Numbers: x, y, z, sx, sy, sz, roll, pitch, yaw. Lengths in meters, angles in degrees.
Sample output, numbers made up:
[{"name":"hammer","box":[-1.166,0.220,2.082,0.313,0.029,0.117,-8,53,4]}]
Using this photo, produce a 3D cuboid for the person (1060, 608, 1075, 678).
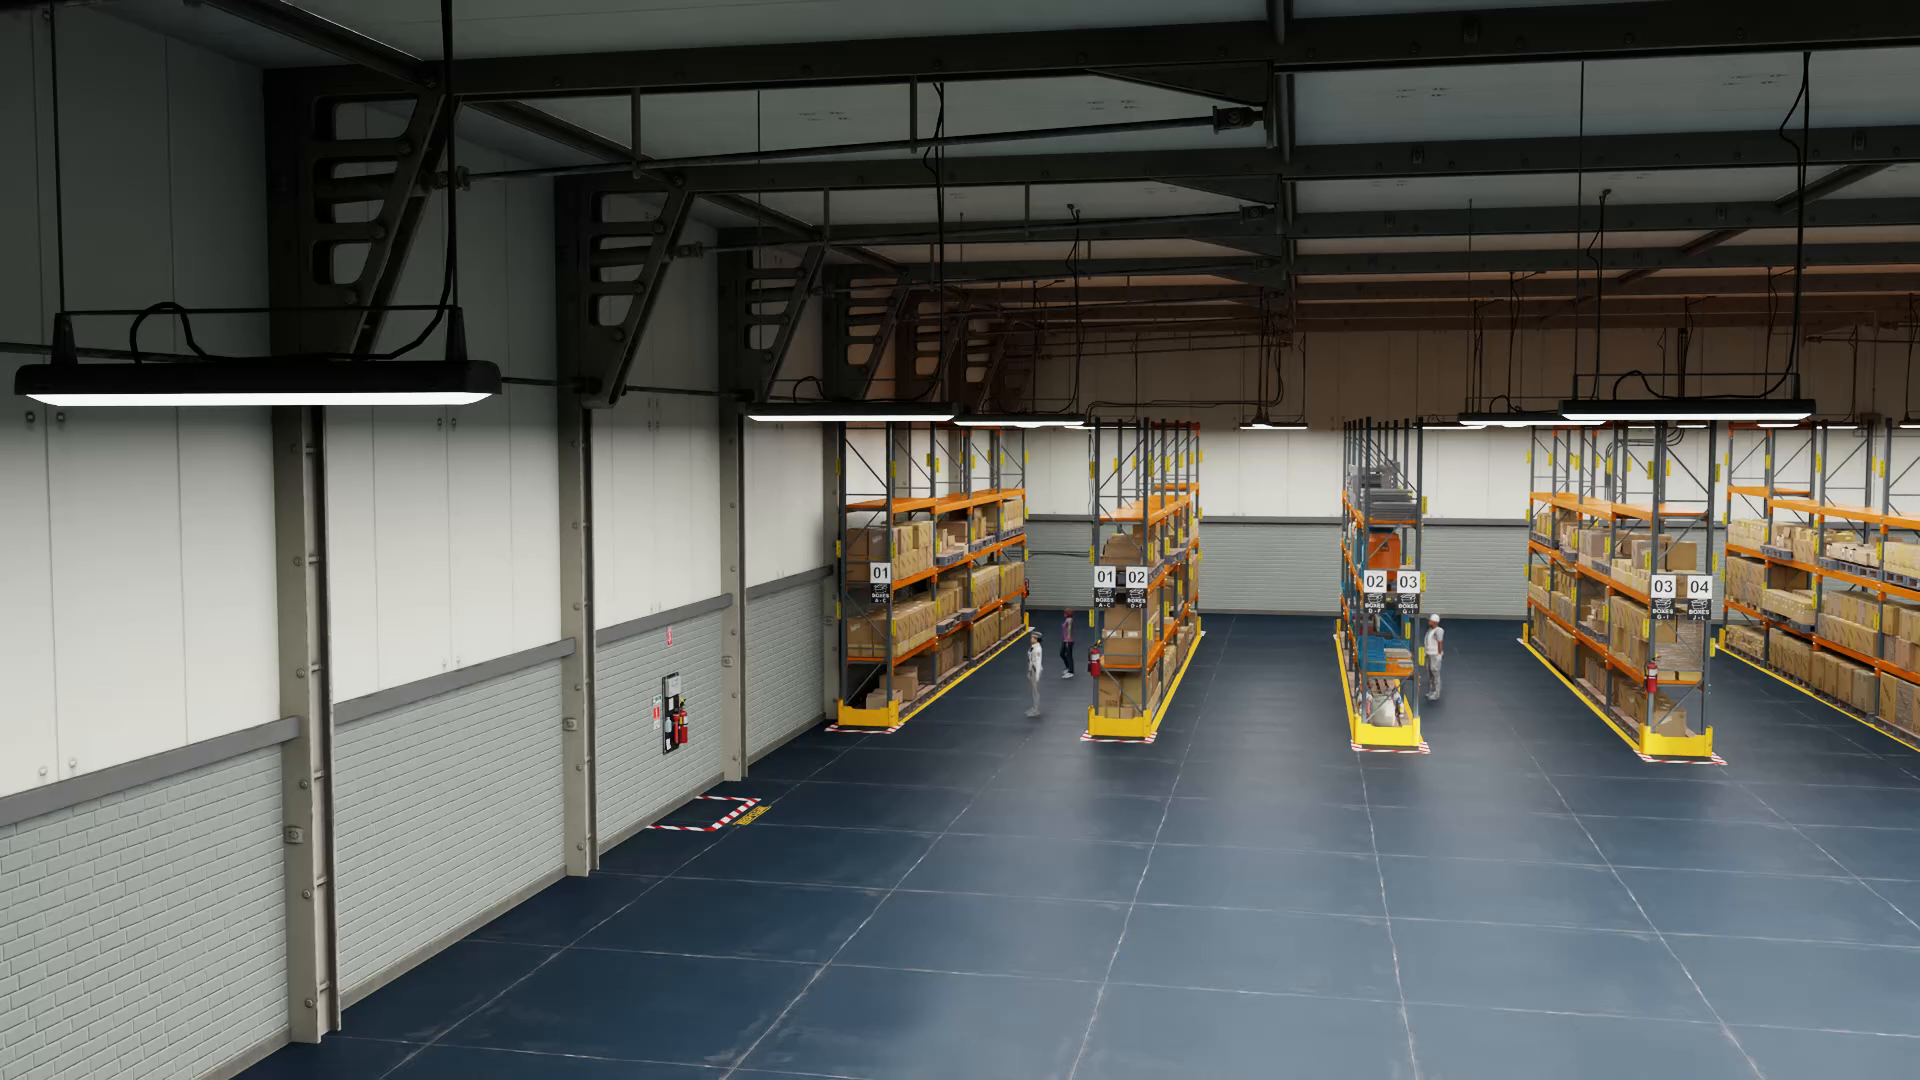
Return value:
[{"name":"person","box":[2.522,2.397,38.963,0.336,1.612,0.458,-1,4,-9]}]

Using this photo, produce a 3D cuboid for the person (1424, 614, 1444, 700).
[{"name":"person","box":[10.179,2.502,35.836,0.477,1.794,0.655,-1,4,-13]}]

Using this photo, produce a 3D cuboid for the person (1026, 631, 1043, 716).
[{"name":"person","box":[1.499,2.694,33.729,0.376,1.703,0.510,0,4,-4]}]
